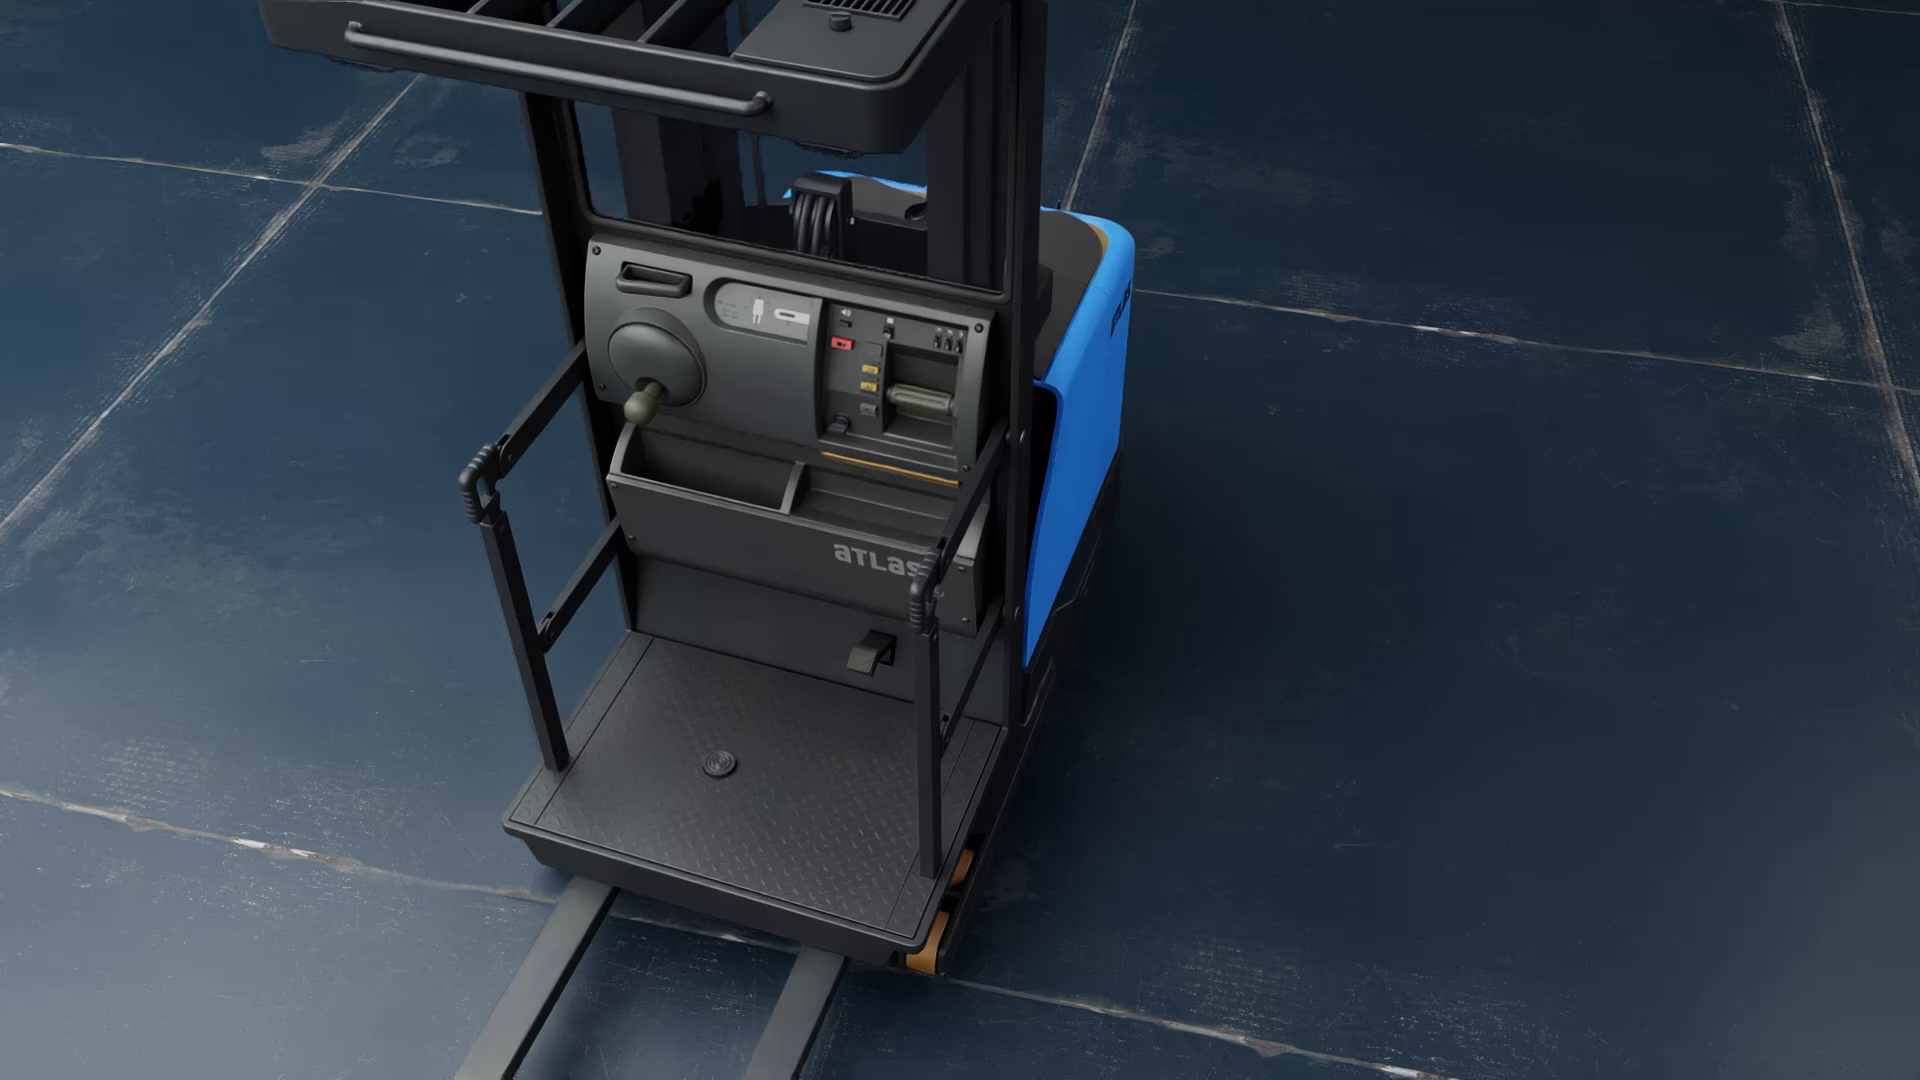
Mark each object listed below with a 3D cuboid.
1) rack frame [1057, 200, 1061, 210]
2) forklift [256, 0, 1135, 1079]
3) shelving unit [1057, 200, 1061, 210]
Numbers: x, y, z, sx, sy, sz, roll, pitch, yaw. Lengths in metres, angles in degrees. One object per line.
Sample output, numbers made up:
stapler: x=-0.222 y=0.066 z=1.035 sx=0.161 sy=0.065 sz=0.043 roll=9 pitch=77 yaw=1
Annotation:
rack frame: x=0.264 y=-0.623 z=5.248 sx=0.006 sy=0.900 sz=0.240 roll=13 pitch=45 yaw=13
forklift: x=-0.452 y=-0.305 z=3.453 sx=1.130 sy=2.935 sz=3.031 roll=13 pitch=45 yaw=13
shelving unit: x=0.167 y=-0.646 z=5.271 sx=0.210 sy=0.900 sz=0.258 roll=13 pitch=45 yaw=13
